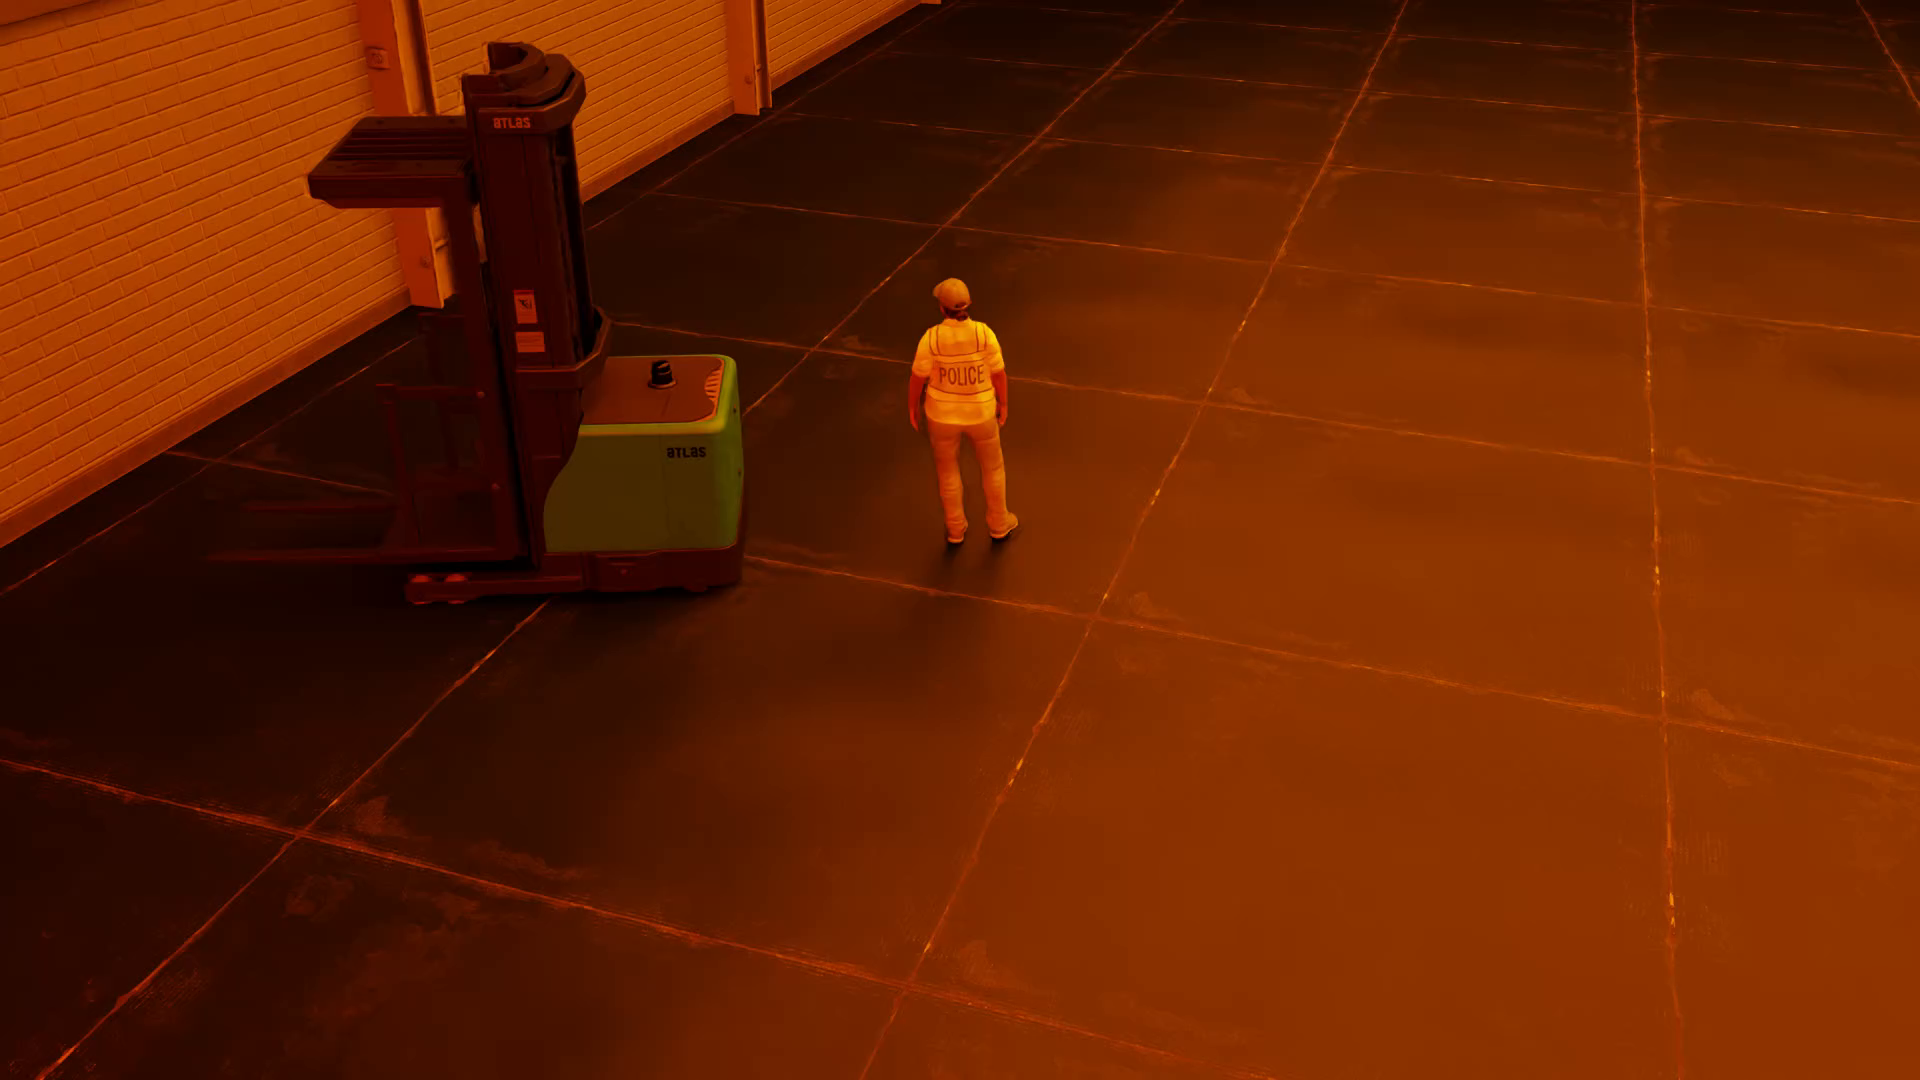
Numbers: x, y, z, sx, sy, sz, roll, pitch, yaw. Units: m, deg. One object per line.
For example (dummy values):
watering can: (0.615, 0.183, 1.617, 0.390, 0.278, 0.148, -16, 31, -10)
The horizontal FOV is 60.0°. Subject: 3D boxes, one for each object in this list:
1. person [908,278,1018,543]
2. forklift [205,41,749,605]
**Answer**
person: (0.033, -0.746, 9.725, 0.670, 1.673, 0.420, -2, 30, -4)
forklift: (-2.802, -1.174, 9.195, 3.031, 2.935, 1.130, -2, 30, -3)
